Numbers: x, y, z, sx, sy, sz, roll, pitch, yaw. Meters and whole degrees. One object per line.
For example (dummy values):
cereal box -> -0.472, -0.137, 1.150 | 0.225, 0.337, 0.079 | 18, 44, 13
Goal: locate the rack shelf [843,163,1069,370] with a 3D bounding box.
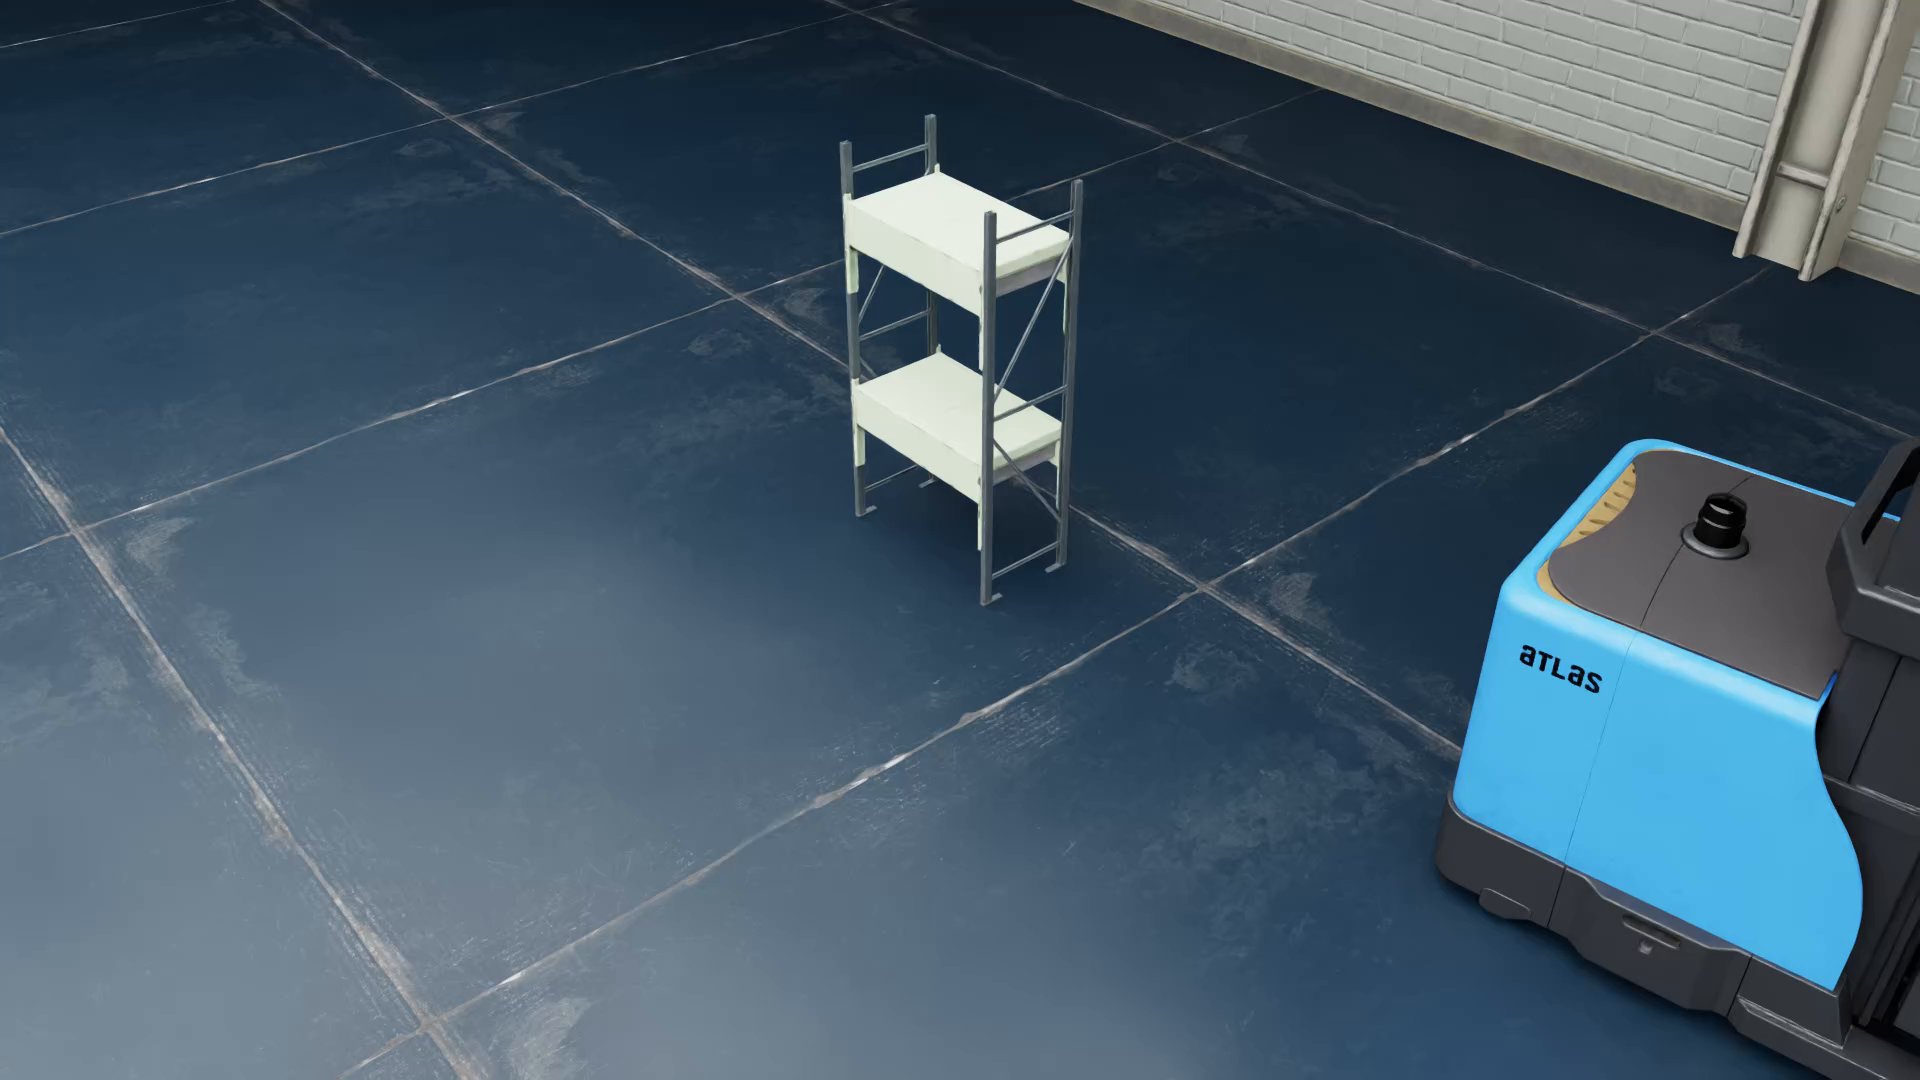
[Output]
rack shelf -> -0.004, -0.933, 5.595 | 0.431, 0.370, 0.720 | -26, 43, -32

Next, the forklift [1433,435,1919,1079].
forklift -> 2.840, 0.111, 3.558 | 3.031, 2.935, 1.130 | 25, 42, 31

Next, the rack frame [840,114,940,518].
rack frame -> -0.241, -0.777, 6.049 | 0.400, 1.500, 0.023 | -26, 43, -32

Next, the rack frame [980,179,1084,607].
rack frame -> 0.232, -0.453, 5.593 | 0.400, 1.500, 0.023 | -26, 43, -32

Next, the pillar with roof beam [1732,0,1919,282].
pillar with roof beam -> 0.783, -3.452, 3.338 | 9.100, 9.000, 0.400 | -26, 43, -32

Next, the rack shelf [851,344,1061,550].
rack shelf -> -0.004, -0.349, 6.009 | 0.431, 0.370, 0.720 | -26, 43, -32

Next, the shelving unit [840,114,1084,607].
shelving unit -> -0.004, -0.615, 5.821 | 0.431, 1.500, 0.755 | -26, 43, -32
